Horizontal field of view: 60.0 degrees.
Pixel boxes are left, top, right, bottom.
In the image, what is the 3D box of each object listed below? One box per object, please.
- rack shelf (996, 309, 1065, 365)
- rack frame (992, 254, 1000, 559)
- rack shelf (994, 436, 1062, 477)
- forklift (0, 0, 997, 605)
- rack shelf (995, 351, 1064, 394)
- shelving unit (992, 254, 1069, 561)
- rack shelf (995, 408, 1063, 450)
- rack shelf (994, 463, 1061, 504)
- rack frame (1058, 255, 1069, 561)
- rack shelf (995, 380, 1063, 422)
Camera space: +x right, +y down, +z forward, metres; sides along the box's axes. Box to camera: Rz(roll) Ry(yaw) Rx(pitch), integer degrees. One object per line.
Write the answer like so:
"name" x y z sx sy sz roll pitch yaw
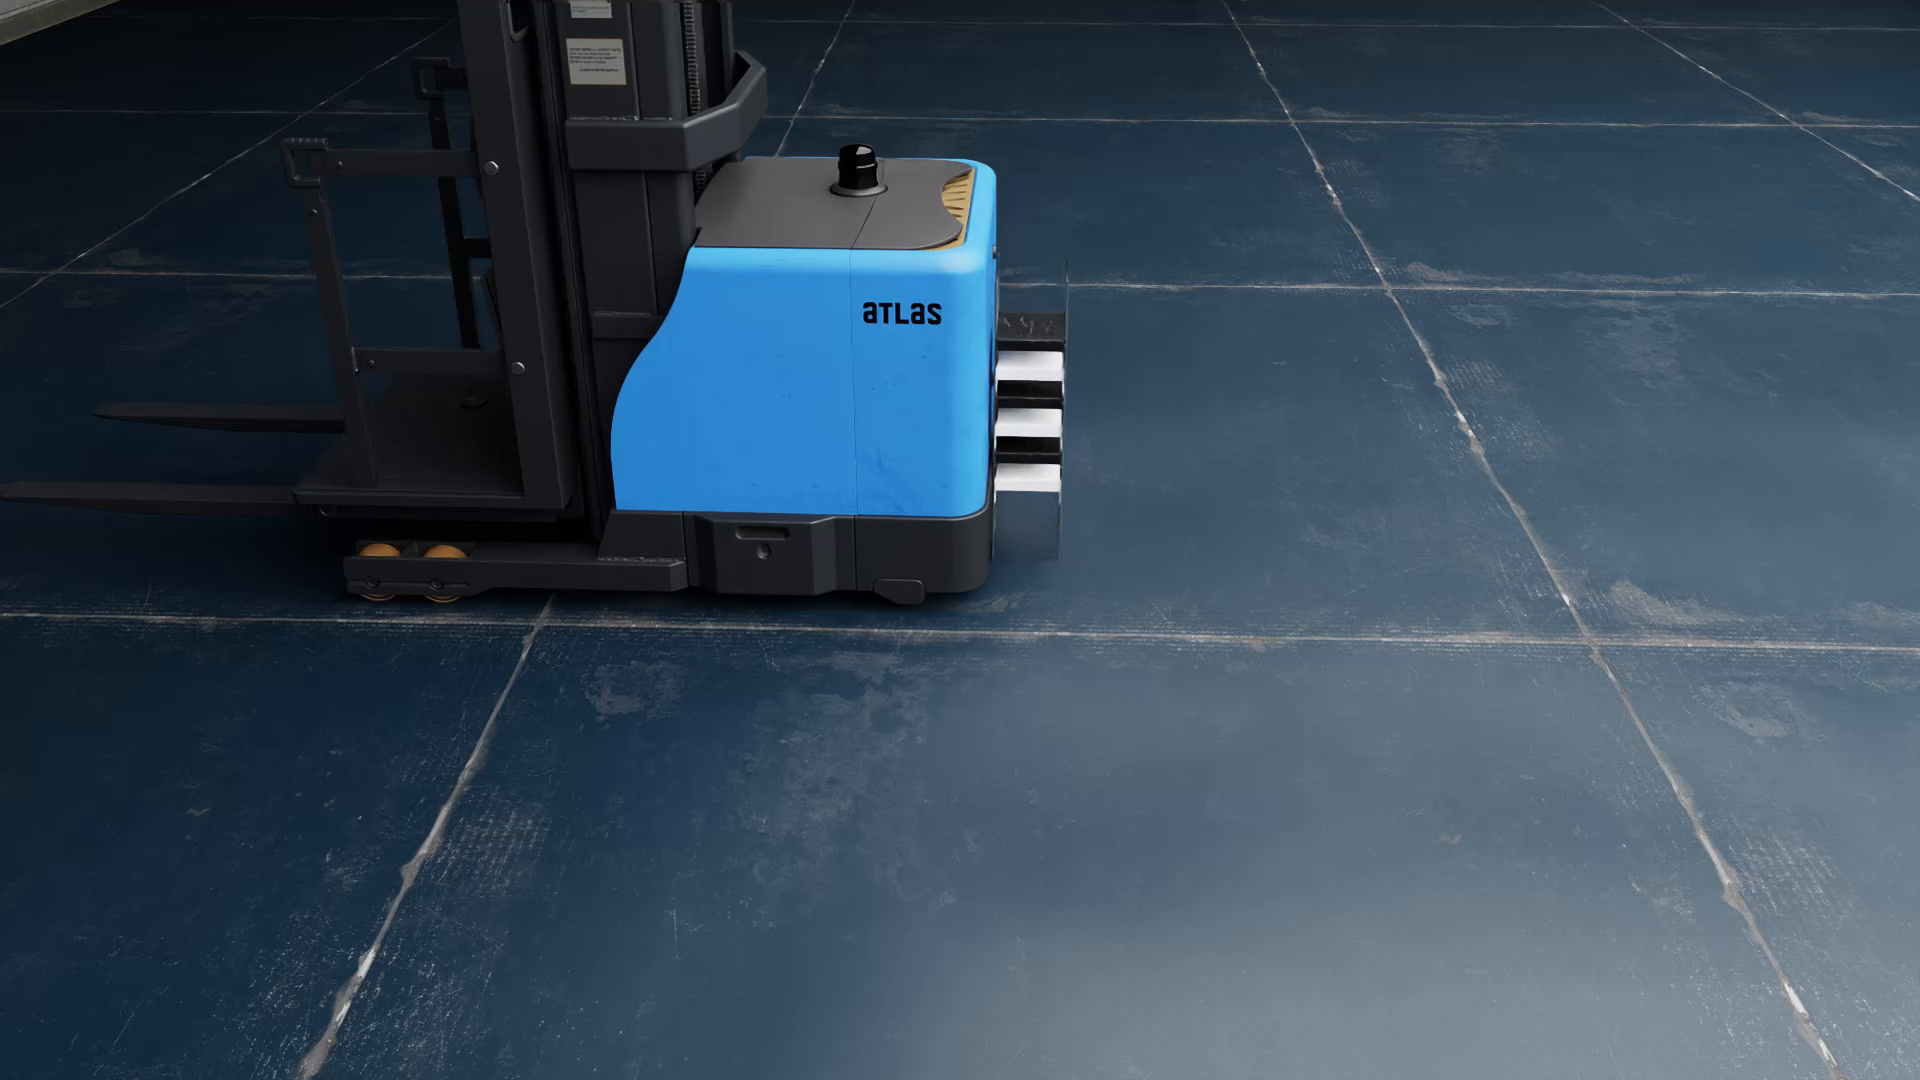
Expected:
"rack shelf" 0.210 -0.602 4.919 0.200 0.077 0.258 1 28 3
"rack frame" 0.108 -0.395 5.035 0.006 0.900 0.240 1 28 3
"rack shelf" 0.210 -0.284 5.088 0.200 0.077 0.258 1 28 3
"forklift" -1.409 -1.356 4.678 3.031 2.935 1.130 1 28 3
"rack shelf" 0.210 -0.522 4.961 0.200 0.077 0.258 1 28 3
"shelving unit" 0.210 -0.393 5.030 0.210 0.900 0.258 1 28 3
"rack shelf" 0.210 -0.363 5.046 0.200 0.077 0.258 1 28 3
"rack shelf" 0.210 -0.204 5.130 0.200 0.077 0.258 1 28 3
"rack frame" 0.311 -0.390 5.025 0.006 0.900 0.240 1 28 3
"rack shelf" 0.210 -0.443 5.003 0.200 0.077 0.258 1 28 3
